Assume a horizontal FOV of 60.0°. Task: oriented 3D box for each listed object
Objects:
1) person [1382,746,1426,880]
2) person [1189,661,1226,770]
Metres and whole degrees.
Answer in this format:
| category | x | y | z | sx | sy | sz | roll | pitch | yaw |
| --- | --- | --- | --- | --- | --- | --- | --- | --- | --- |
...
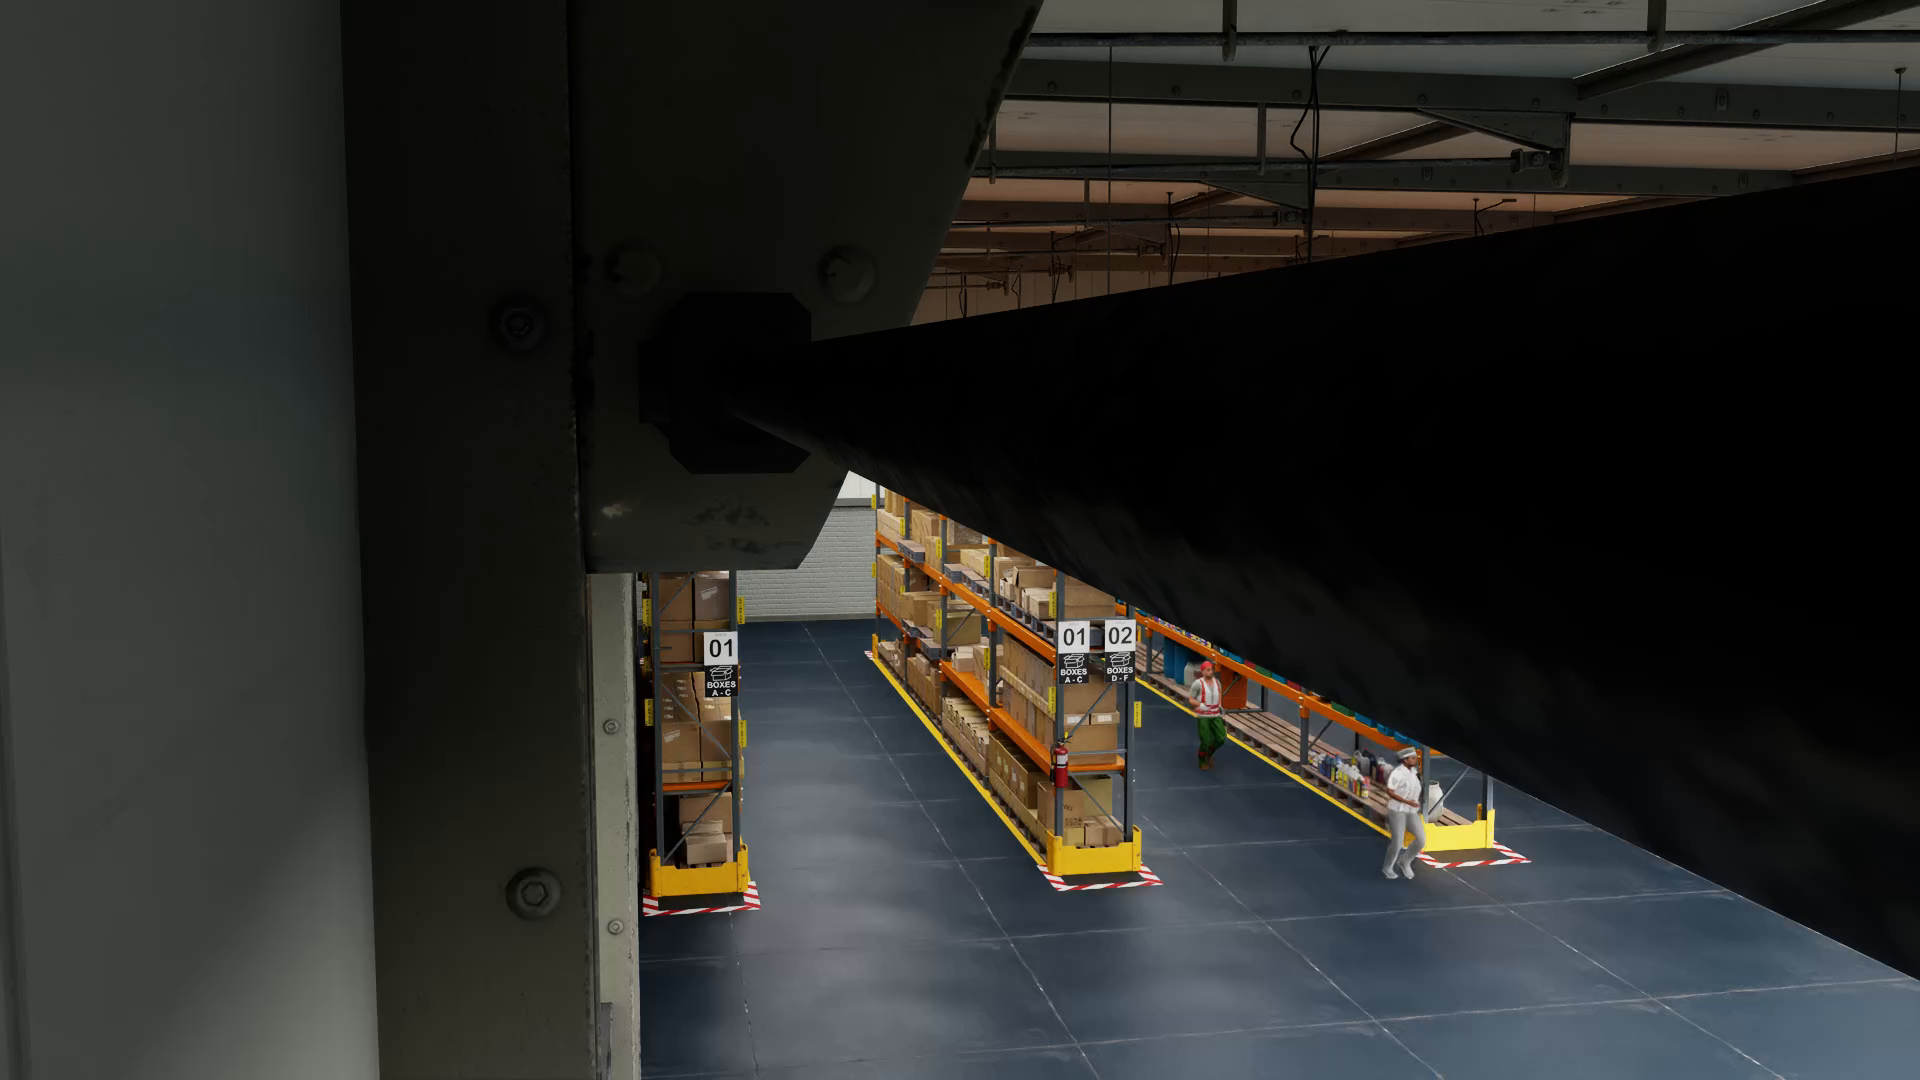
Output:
| category | x | y | z | sx | sy | sz | roll | pitch | yaw |
| --- | --- | --- | --- | --- | --- | --- | --- | --- | --- |
| person | 5.586 | 3.392 | 20.750 | 0.607 | 1.645 | 0.583 | -3 | 7 | -27 |
| person | 3.933 | 2.773 | 26.114 | 0.639 | 1.740 | 0.582 | -2 | 6 | -19 |
